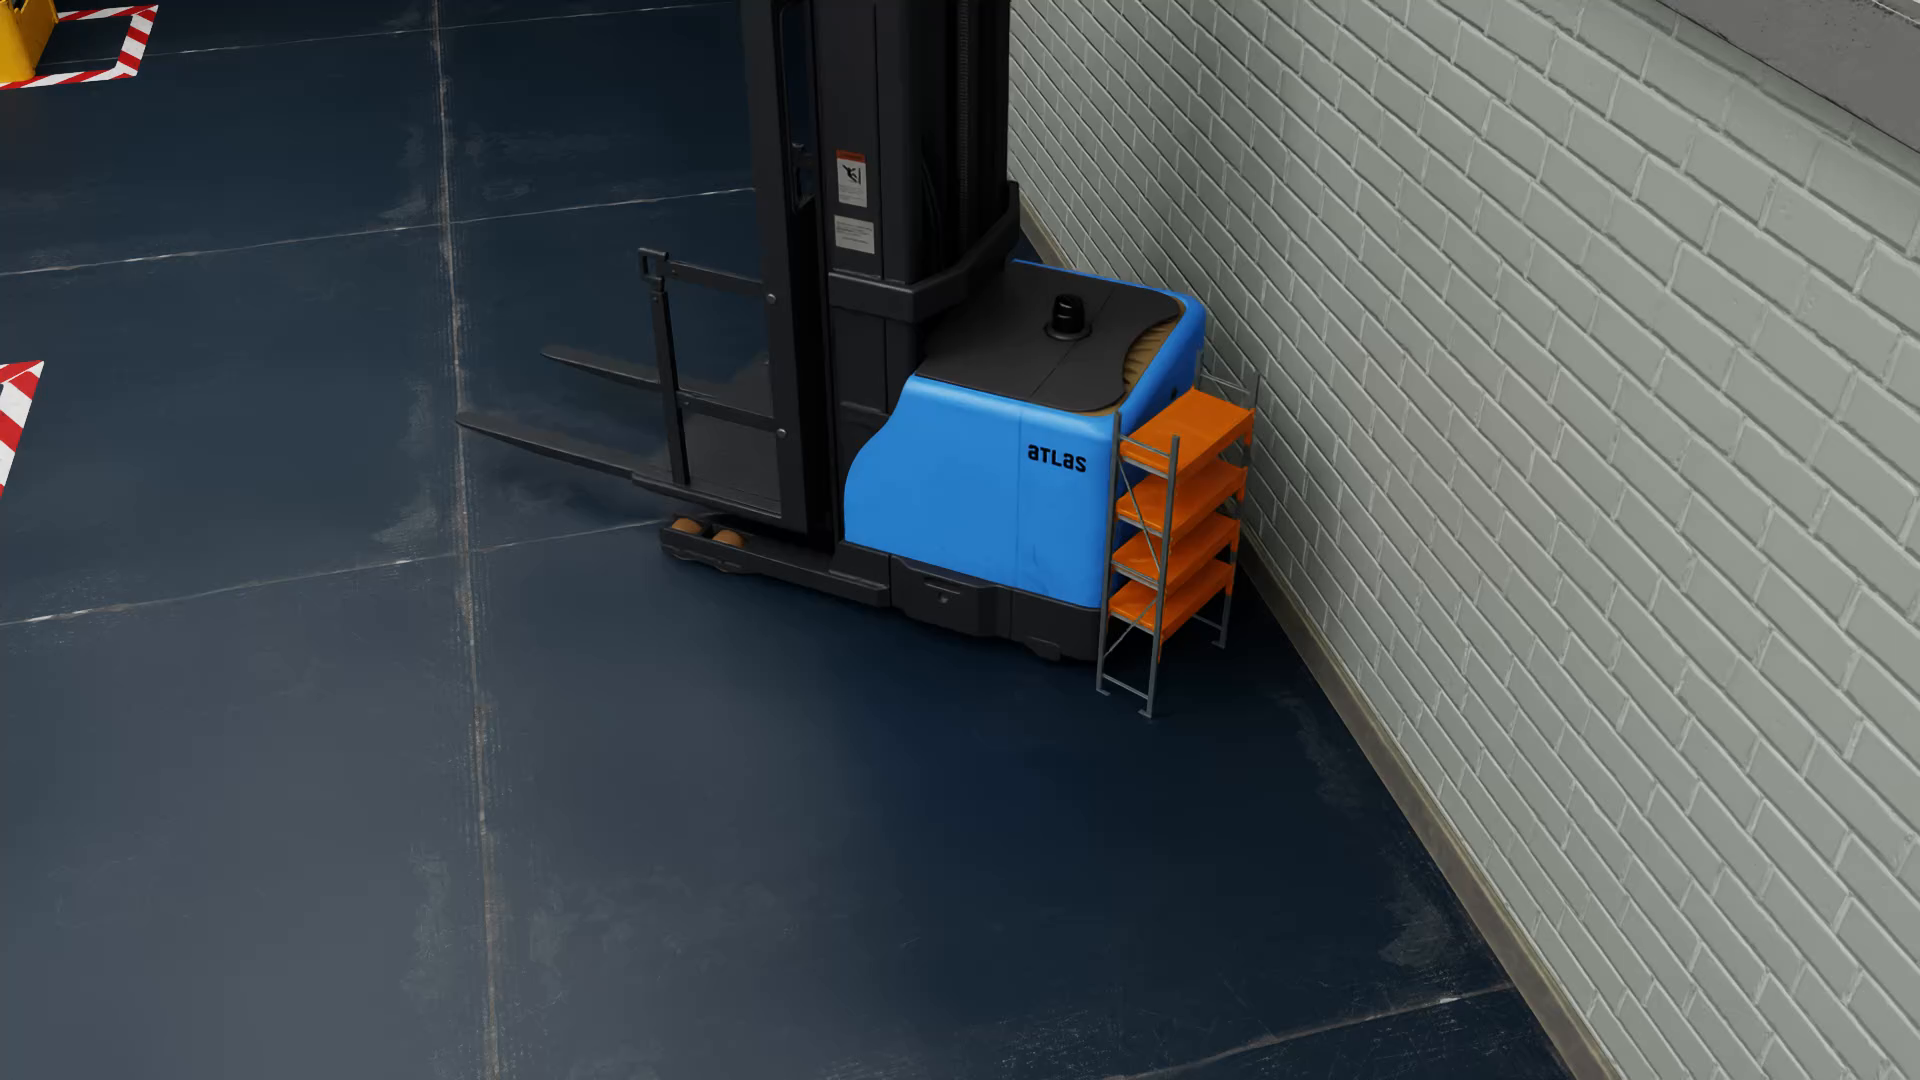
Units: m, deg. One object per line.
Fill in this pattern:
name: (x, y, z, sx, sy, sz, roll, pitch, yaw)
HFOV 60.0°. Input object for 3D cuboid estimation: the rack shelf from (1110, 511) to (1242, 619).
rack shelf: (0.743, 0.049, 5.809, 0.258, 0.148, 0.480, 26, 44, 30)

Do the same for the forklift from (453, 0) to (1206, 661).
forklift: (-0.636, -1.311, 6.051, 3.031, 2.935, 1.130, 15, 40, 19)

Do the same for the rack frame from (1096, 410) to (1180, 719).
rack frame: (0.590, 0.111, 5.617, 0.240, 1.200, 0.015, 26, 44, 30)

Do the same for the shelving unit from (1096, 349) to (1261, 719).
shelving unit: (0.743, -0.004, 5.768, 0.258, 1.200, 0.503, 26, 44, 30)

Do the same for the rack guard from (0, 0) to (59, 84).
rack guard: (-6.213, -3.435, 10.828, 0.348, 0.500, 1.175, -9, 38, -12)

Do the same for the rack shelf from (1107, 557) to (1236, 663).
rack shelf: (0.744, 0.207, 5.929, 0.258, 0.148, 0.480, 26, 44, 30)

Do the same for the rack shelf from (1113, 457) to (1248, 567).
rack shelf: (0.743, -0.128, 5.673, 0.258, 0.148, 0.480, 26, 44, 30)

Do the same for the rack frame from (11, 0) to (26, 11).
rack frame: (-6.237, -4.424, 10.064, 0.127, 3.000, 1.000, -9, 38, -12)

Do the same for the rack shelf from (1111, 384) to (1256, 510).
rack shelf: (0.743, -0.316, 5.529, 0.258, 0.148, 0.480, 26, 44, 30)

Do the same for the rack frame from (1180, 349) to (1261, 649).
rack frame: (0.897, -0.120, 5.919, 0.240, 1.200, 0.015, 26, 44, 30)
